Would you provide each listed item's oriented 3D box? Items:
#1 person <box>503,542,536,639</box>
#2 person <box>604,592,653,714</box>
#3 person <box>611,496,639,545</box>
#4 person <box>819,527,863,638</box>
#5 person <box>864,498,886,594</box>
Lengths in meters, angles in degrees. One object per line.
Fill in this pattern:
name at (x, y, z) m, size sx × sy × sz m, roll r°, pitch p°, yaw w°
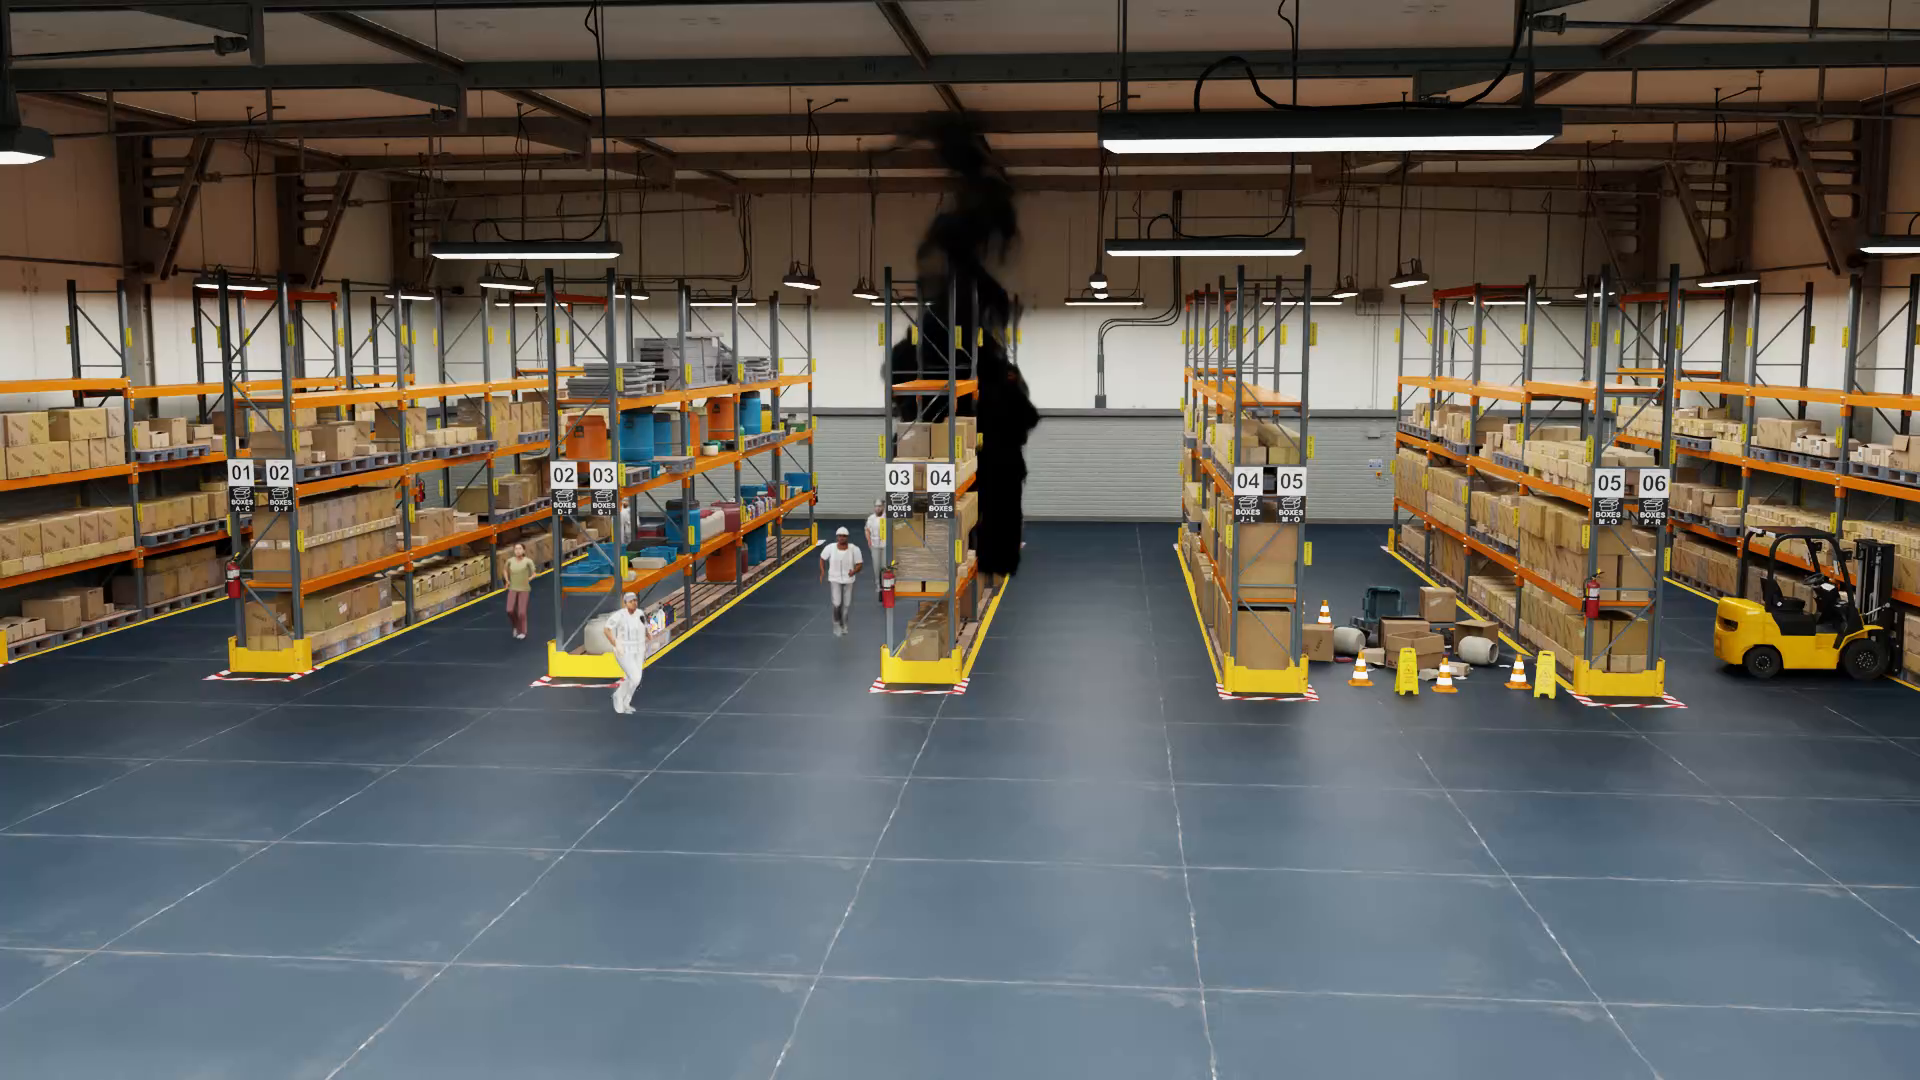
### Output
person at (-7.301, 0.844, 27.533) m, size 0.555 × 1.628 × 0.556 m, roll -1°, pitch 7°, yaw -4°
person at (-4.358, 1.503, 22.166) m, size 0.592 × 1.633 × 0.586 m, roll 6°, pitch 9°, yaw 40°
person at (-7.095, -0.106, 35.231) m, size 0.576 × 1.744 × 0.710 m, roll -1°, pitch 7°, yaw -10°
person at (-1.871, 0.675, 26.247) m, size 0.680 × 1.769 × 0.719 m, roll -1°, pitch 7°, yaw -6°
person at (-1.460, 0.107, 30.869) m, size 0.661 × 1.771 × 0.510 m, roll 1°, pitch 7°, yaw 7°
